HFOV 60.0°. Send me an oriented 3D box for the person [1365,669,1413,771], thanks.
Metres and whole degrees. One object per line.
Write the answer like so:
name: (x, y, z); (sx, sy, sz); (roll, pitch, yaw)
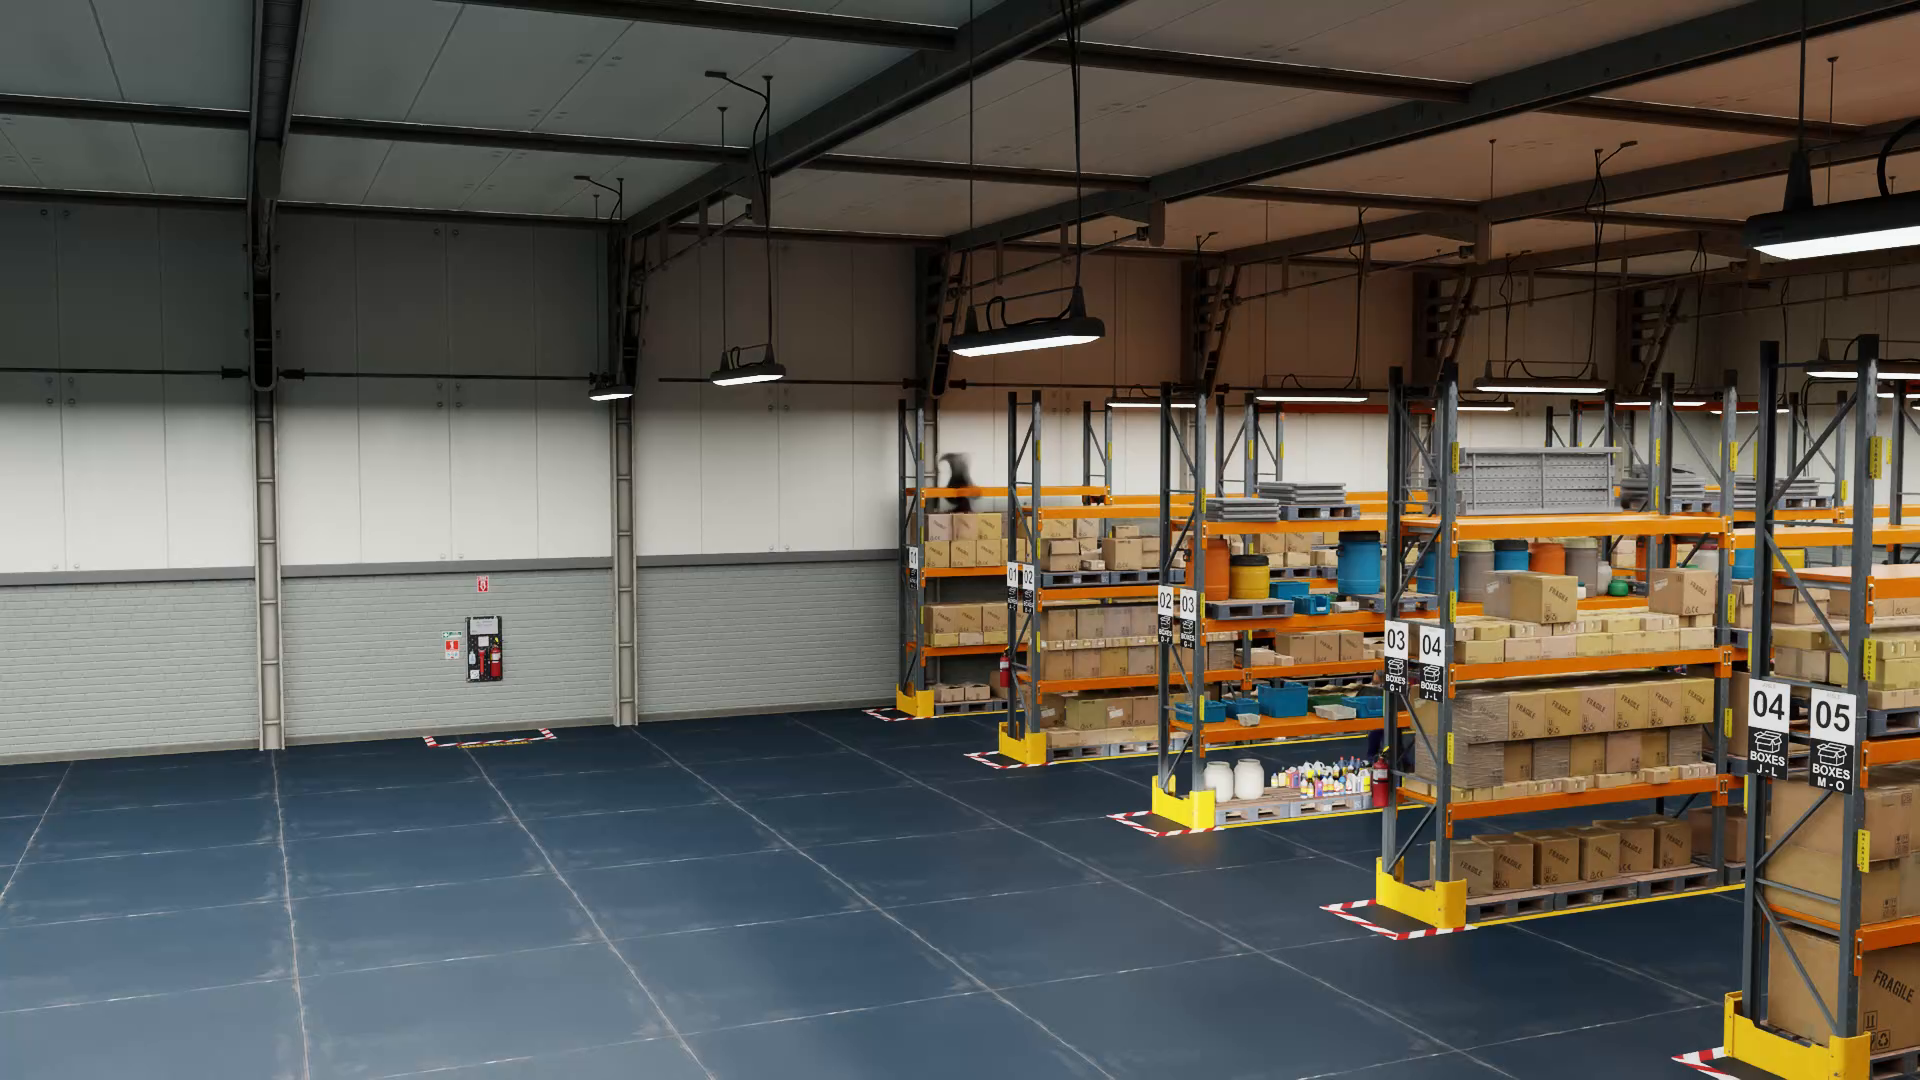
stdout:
person: (6.588, 2.801, 25.813); (0.879, 1.616, 0.638); (1, 4, 19)
